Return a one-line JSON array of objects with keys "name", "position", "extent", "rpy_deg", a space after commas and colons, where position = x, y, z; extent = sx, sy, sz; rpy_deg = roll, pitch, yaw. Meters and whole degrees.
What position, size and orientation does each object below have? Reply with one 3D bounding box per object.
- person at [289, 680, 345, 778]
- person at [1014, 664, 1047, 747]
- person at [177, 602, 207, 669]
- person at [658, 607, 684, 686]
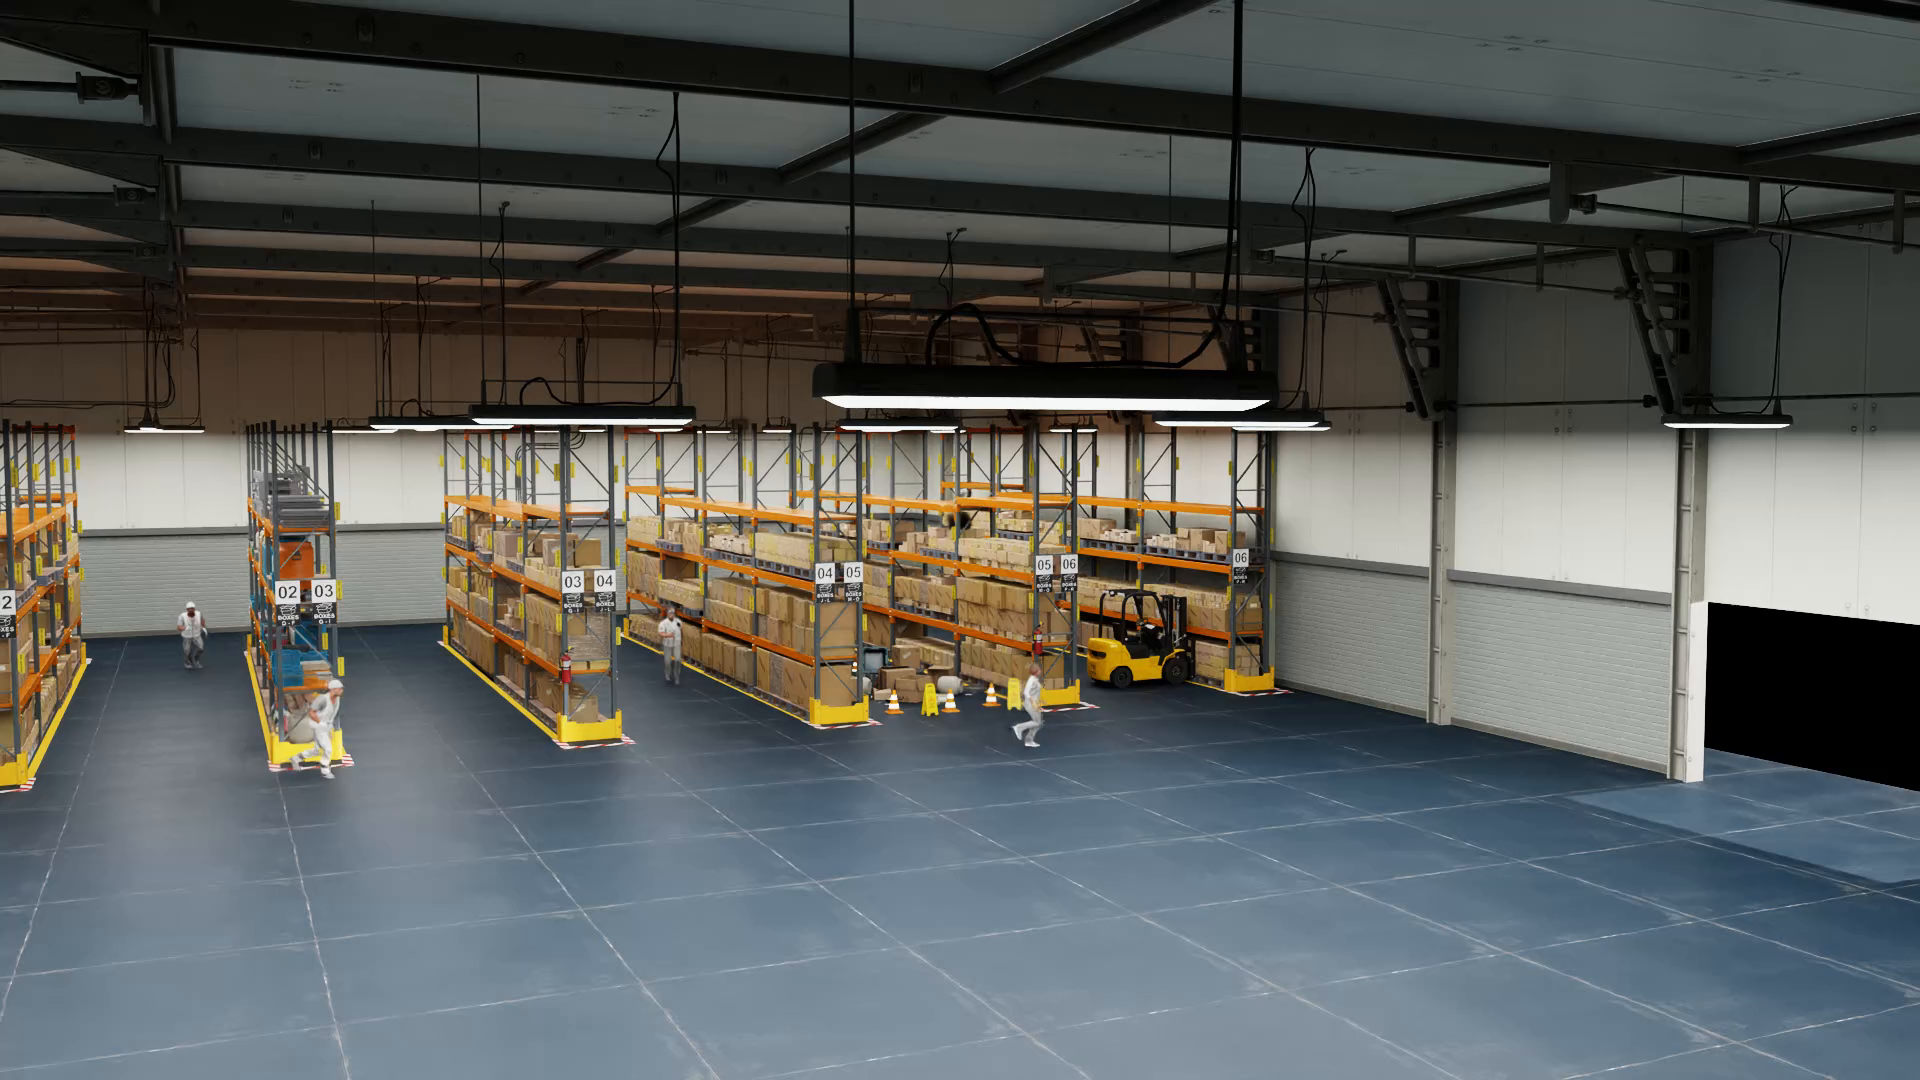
[{"name": "person", "position": [-10.775, 3.171, 27.893], "extent": [1.014, 1.682, 0.663], "rpy_deg": [1, 4, 16]}, {"name": "person", "position": [1.293, 3.046, 30.591], "extent": [0.579, 1.541, 0.523], "rpy_deg": [1, 4, 12]}, {"name": "person", "position": [-18.693, 2.336, 40.514], "extent": [0.719, 1.672, 0.923], "rpy_deg": [-3, 4, -36]}, {"name": "person", "position": [-6.646, 2.456, 38.307], "extent": [0.611, 1.839, 0.855], "rpy_deg": [-1, 4, -18]}]
